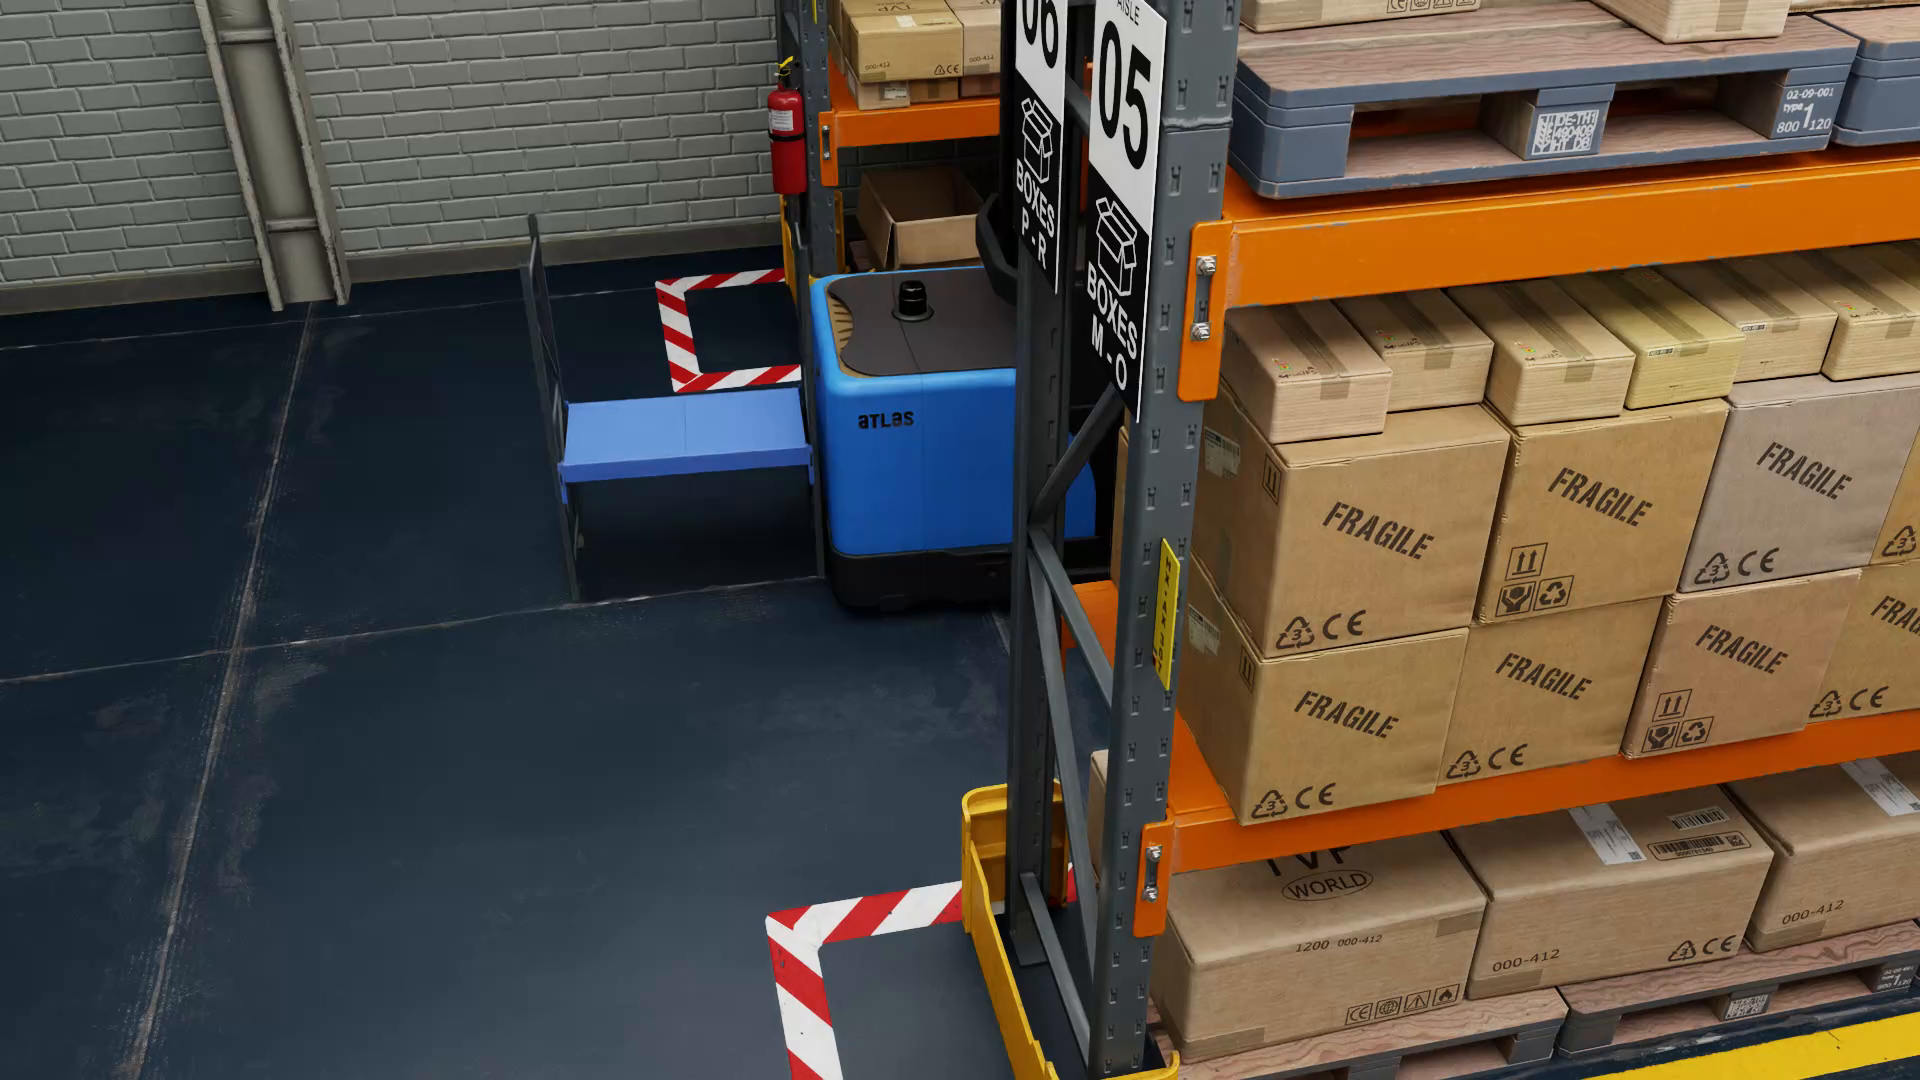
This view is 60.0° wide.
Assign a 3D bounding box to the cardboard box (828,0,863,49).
[{"bbox_3d":[-0.396,-2.711,8.466,0.500,0.250,0.500,-6,34,-9],"label":"cardboard box"}]

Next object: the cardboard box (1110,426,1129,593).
[{"bbox_3d":[0.725,0.003,4.464,0.500,0.500,0.500,-7,34,-10],"label":"cardboard box"}]

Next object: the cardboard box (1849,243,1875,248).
[{"bbox_3d":[2.111,-0.840,4.240,0.250,0.149,0.380,-6,34,-9],"label":"cardboard box"}]

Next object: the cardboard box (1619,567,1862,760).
[{"bbox_3d":[1.832,0.173,4.210,0.500,0.500,0.500,-7,35,-11],"label":"cardboard box"}]

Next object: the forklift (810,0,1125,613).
[{"bbox_3d":[0.916,-1.293,6.547,3.031,2.935,1.130,-5,34,-7],"label":"forklift"}]

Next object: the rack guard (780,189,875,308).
[{"bbox_3d":[-0.712,-1.421,8.919,0.348,0.500,1.175,-7,35,-11],"label":"rack guard"}]

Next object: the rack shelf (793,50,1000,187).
[{"bbox_3d":[1.165,-2.397,8.775,4.000,0.370,1.077,-7,35,-11],"label":"rack shelf"}]

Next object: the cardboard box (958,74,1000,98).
[{"bbox_3d":[0.082,-2.344,8.276,0.250,0.149,0.380,-8,35,-11],"label":"cardboard box"}]

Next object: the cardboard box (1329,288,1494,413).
[{"bbox_3d":[0.960,-0.442,3.648,0.250,0.149,0.380,-6,34,-9],"label":"cardboard box"}]

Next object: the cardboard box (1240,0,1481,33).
[{"bbox_3d":[0.732,-1.255,3.405,0.500,0.250,0.500,-10,35,-15],"label":"cardboard box"}]

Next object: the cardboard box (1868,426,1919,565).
[{"bbox_3d":[2.333,-0.310,4.032,0.500,0.500,0.500,-7,35,-10],"label":"cardboard box"}]

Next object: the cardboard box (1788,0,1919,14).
[{"bbox_3d":[1.784,-1.333,3.467,0.500,0.311,0.500,-7,34,-10],"label":"cardboard box"}]

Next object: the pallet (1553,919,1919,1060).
[{"bbox_3d":[2.263,1.117,5.396,1.213,0.211,1.003,-7,35,-11],"label":"pallet"}]

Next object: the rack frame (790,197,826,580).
[{"bbox_3d":[-0.618,-0.593,6.788,0.032,1.500,0.500,-5,34,-7],"label":"rack frame"}]

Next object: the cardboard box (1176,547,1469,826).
[{"bbox_3d":[0.844,0.303,4.016,0.500,0.500,0.500,-7,35,-11],"label":"cardboard box"}]

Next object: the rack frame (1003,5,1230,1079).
[{"bbox_3d":[0.313,0.248,4.189,0.127,3.000,1.000,-7,35,-11],"label":"rack frame"}]

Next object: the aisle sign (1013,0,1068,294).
[{"bbox_3d":[0.174,-0.991,3.702,0.004,0.787,0.394,-7,35,-11],"label":"aisle sign"}]

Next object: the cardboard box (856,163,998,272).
[{"bbox_3d":[-0.168,-1.611,8.822,0.637,0.503,0.797,-9,35,-12],"label":"cardboard box"}]

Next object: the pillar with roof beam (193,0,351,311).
[{"bbox_3d":[-2.665,-2.759,3.286,0.400,9.000,9.100,-7,35,-11],"label":"pillar with roof beam"}]

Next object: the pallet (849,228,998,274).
[{"bbox_3d":[0.066,-1.399,9.146,1.213,0.211,1.003,-7,35,-11],"label":"pallet"}]

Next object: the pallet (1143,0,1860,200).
[{"bbox_3d":[1.034,-1.058,3.522,1.213,0.211,1.003,-7,35,-11],"label":"pallet"}]

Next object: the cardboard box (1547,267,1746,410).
[{"bbox_3d":[1.492,-0.454,3.665,0.250,0.149,0.380,-8,35,-12],"label":"cardboard box"}]

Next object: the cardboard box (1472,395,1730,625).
[{"bbox_3d":[1.346,-0.180,3.840,0.500,0.500,0.500,-8,35,-12],"label":"cardboard box"}]

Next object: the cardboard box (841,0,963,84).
[{"bbox_3d":[-0.284,-2.420,8.032,0.500,0.250,0.500,-7,34,-10],"label":"cardboard box"}]

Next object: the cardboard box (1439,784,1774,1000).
[{"bbox_3d":[1.825,0.885,5.162,0.875,0.438,0.875,-6,34,-9],"label":"cardboard box"}]

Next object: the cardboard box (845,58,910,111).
[{"bbox_3d":[-0.405,-2.236,8.116,0.250,0.149,0.380,-7,35,-11],"label":"cardboard box"}]

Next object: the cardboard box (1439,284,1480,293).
[{"bbox_3d":[1.094,-0.753,4.111,0.250,0.149,0.380,-8,35,-11],"label":"cardboard box"}]

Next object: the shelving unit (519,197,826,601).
[{"bbox_3d":[-1.121,-0.552,6.726,1.048,1.500,0.538,-5,34,-7],"label":"shelving unit"}]

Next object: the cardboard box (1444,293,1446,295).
[{"bbox_3d":[1.234,-0.478,4.283,0.500,0.500,0.500,-7,35,-10],"label":"cardboard box"}]

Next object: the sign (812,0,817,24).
[{"bbox_3d":[-0.666,-2.514,7.527,0.005,0.325,0.100,-7,35,-11],"label":"sign"}]

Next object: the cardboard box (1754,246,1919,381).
[{"bbox_3d":[1.989,-0.523,3.768,0.250,0.149,0.380,-7,34,-10],"label":"cardboard box"}]

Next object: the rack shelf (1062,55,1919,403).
[{"bbox_3d":[2.264,-0.945,3.920,4.000,0.370,1.077,-7,35,-11],"label":"rack shelf"}]
